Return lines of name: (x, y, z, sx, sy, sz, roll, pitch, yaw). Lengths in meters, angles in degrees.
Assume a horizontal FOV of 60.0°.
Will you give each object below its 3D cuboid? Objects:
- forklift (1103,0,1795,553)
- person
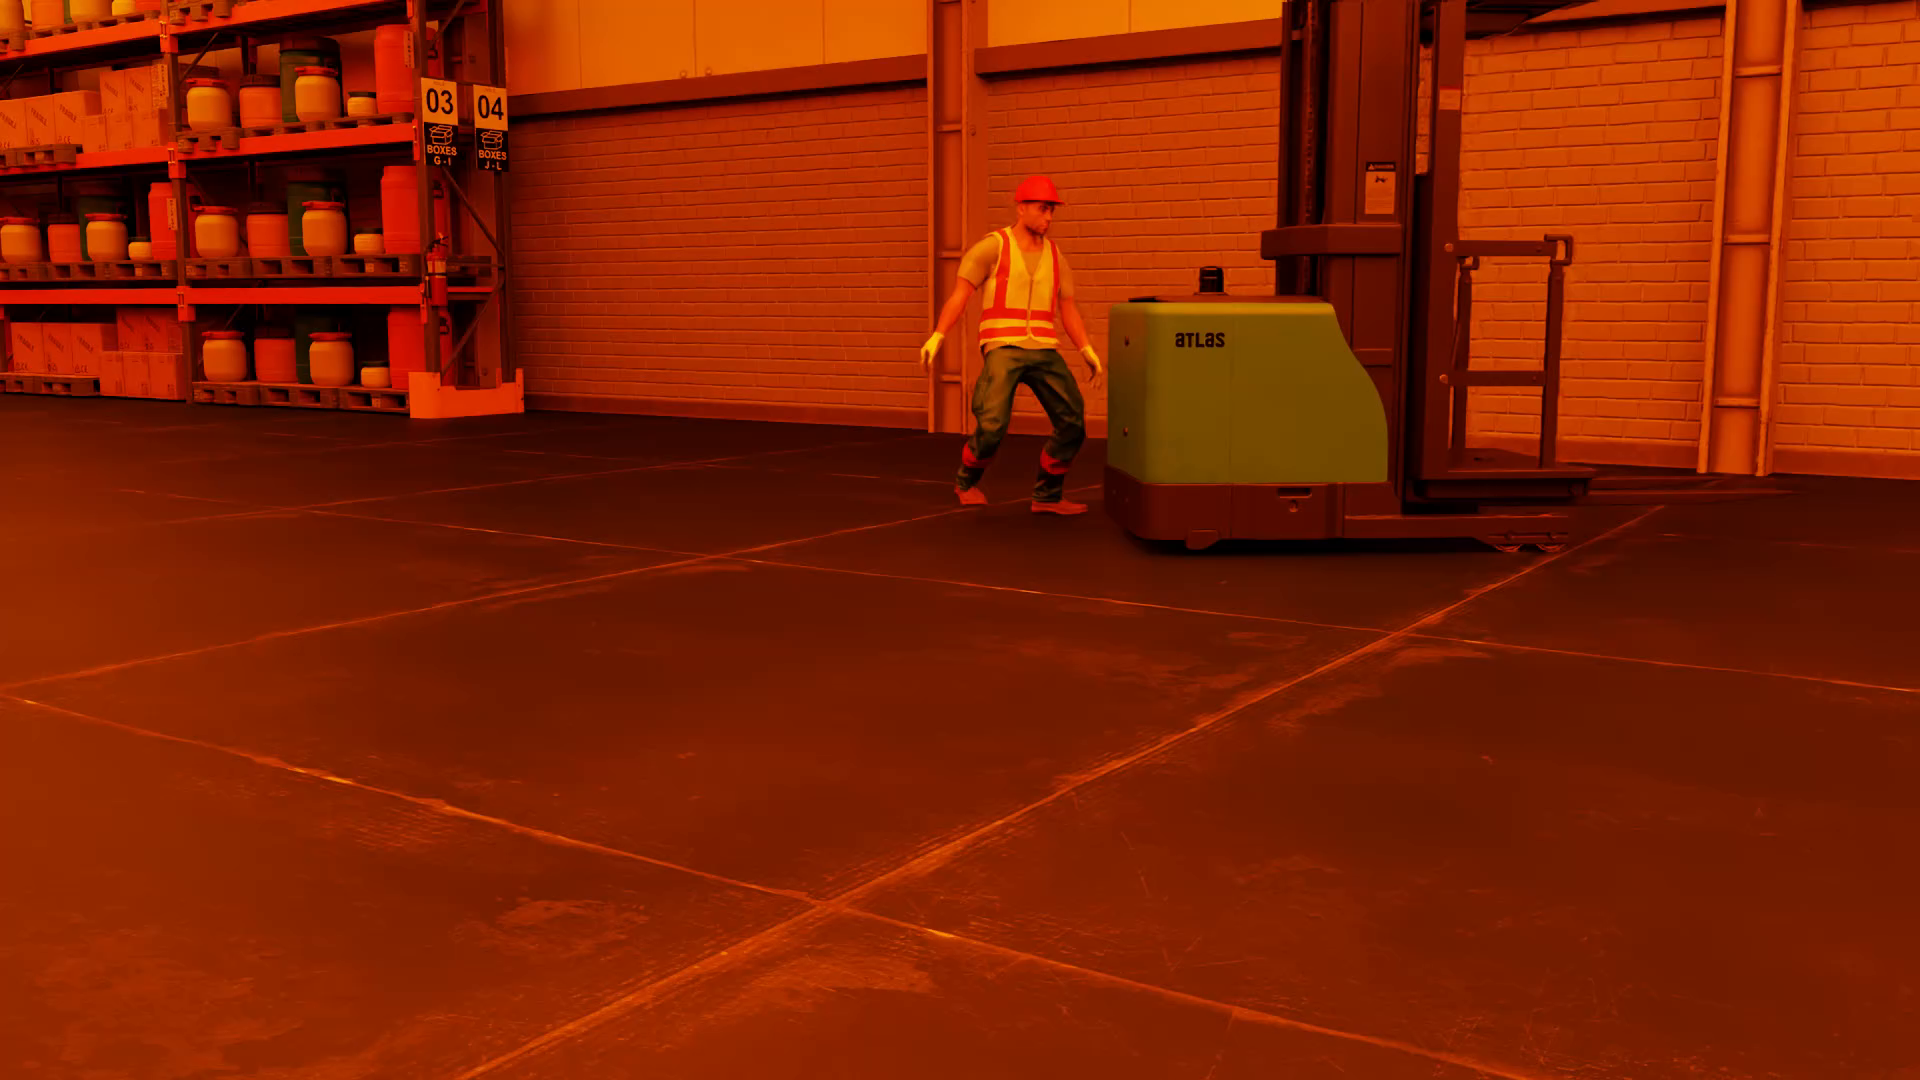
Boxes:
forklift: (2.239, -1.470, 7.531, 3.031, 2.935, 1.130, -1, 8, -5)
person: (0.267, -0.944, 8.261, 0.923, 1.692, 0.490, -3, 9, -20)
